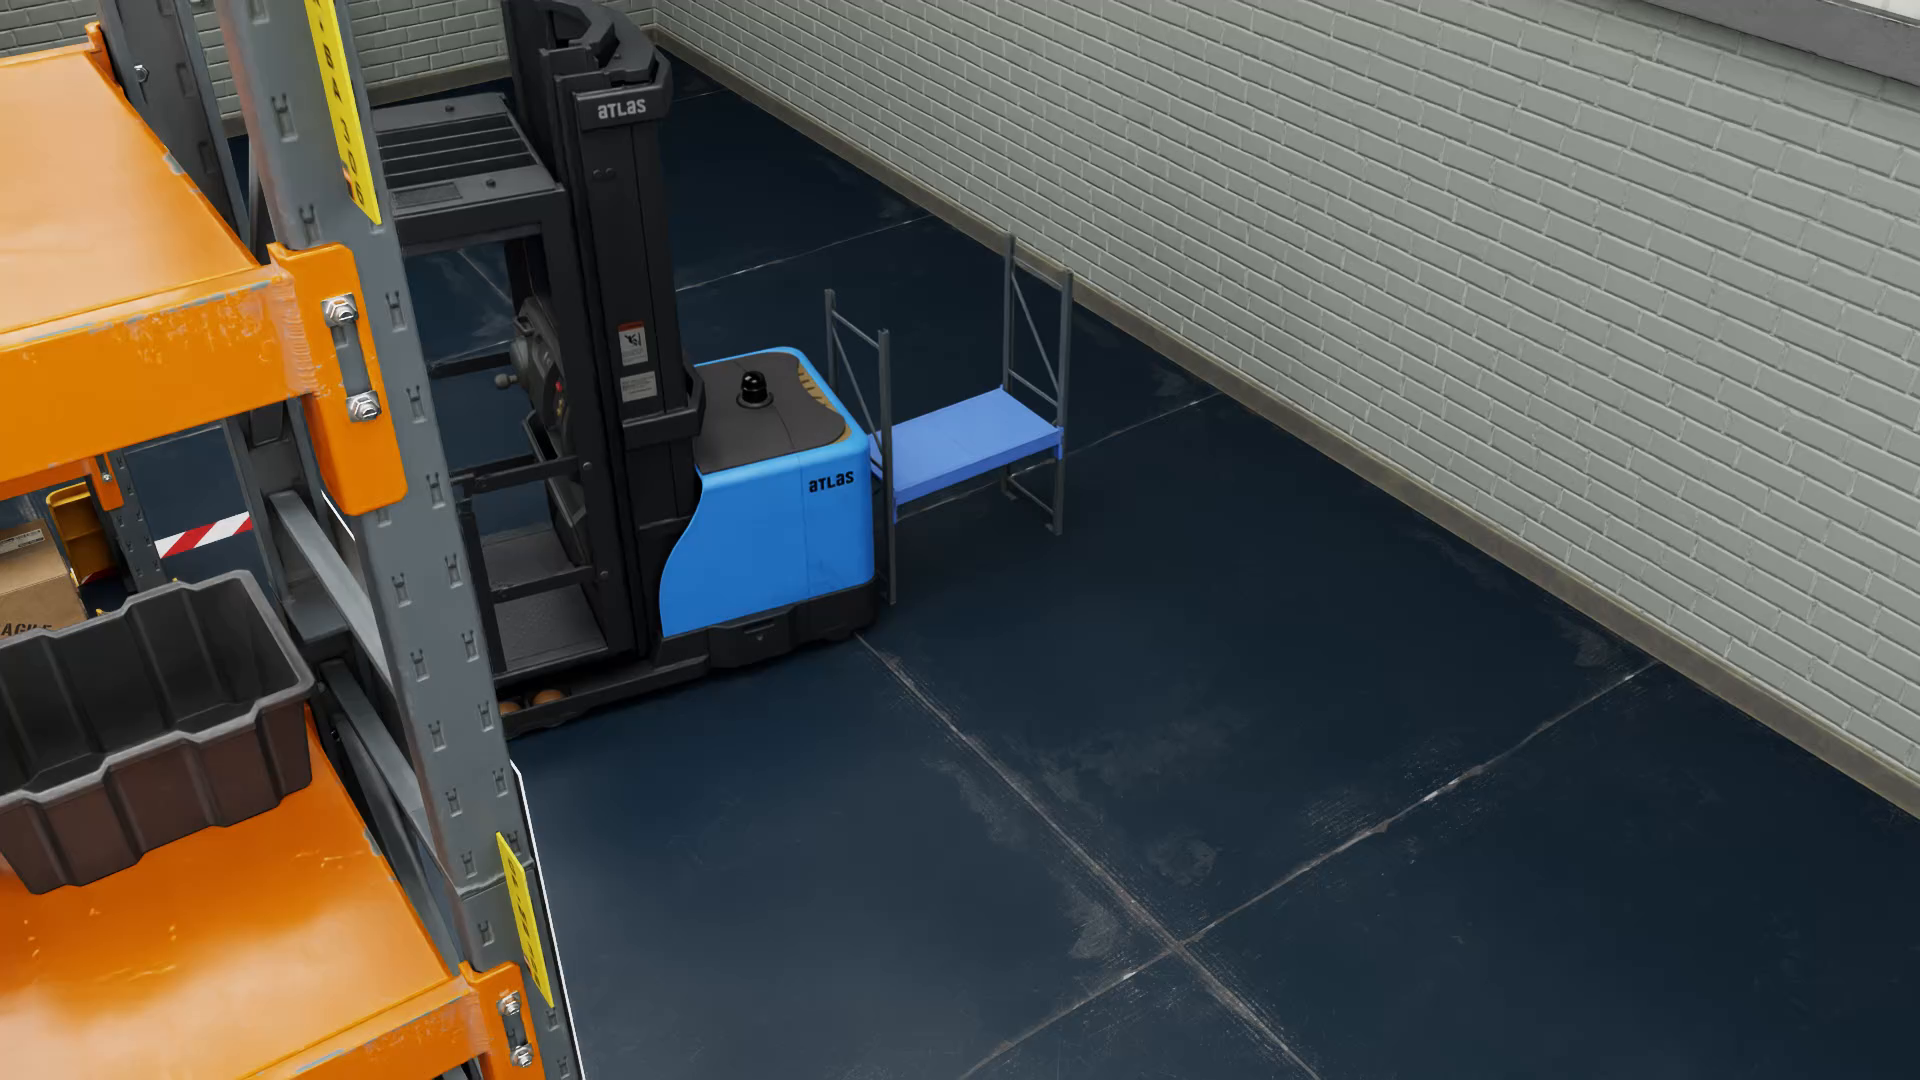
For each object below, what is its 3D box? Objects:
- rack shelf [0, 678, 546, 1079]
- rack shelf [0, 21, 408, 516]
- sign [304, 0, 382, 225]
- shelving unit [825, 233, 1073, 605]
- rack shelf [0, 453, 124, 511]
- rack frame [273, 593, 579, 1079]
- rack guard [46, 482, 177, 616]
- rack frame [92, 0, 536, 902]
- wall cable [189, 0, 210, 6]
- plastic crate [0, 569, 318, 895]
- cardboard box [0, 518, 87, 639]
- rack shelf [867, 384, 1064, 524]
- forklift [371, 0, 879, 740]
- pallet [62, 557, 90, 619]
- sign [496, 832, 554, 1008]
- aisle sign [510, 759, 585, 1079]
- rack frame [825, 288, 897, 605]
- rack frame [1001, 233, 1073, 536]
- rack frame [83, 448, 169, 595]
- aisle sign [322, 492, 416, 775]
[{"bbox_3d":[-2.661,1.277,2.266,4.000,0.370,1.077,-22,41,-28],"label":"rack shelf"},{"bbox_3d":[-2.661,0.222,1.507,4.000,0.370,1.077,-22,41,-28],"label":"rack shelf"},{"bbox_3d":[-0.696,-0.517,1.852,0.005,0.325,0.100,-22,41,-28],"label":"sign"},{"bbox_3d":[-0.045,-0.585,8.092,1.048,1.500,0.538,-22,41,-27],"label":"shelving unit"},{"bbox_3d":[-5.511,0.130,6.430,4.000,0.370,1.077,-22,41,-28],"label":"rack shelf"},{"bbox_3d":[-1.026,1.530,3.867,0.127,3.000,1.000,-22,41,-28],"label":"rack frame"},{"bbox_3d":[-3.939,0.205,7.850,0.348,0.500,1.175,-22,41,-28],"label":"rack guard"},{"bbox_3d":[-1.026,-0.905,2.115,0.127,3.000,1.000,-22,41,-28],"label":"rack frame"},{"bbox_3d":[-6.232,-4.493,11.371,1.851,1.984,0.084,-22,41,-28],"label":"wall cable"},{"bbox_3d":[-1.501,0.362,3.034,0.590,0.269,0.497,-22,41,-28],"label":"plastic crate"},{"bbox_3d":[-4.179,0.301,7.339,0.500,0.500,0.500,-22,41,-28],"label":"cardboard box"},{"bbox_3d":[-0.045,-0.439,8.197,1.000,0.185,0.538,-22,41,-27],"label":"rack shelf"},{"bbox_3d":[-1.947,-0.662,6.973,3.031,2.935,1.130,-15,38,-20],"label":"forklift"},{"bbox_3d":[-4.590,0.591,7.561,1.213,0.211,1.003,-22,41,-28],"label":"pallet"},{"bbox_3d":[-0.696,0.612,2.664,0.005,0.325,0.100,-22,41,-28],"label":"sign"},{"bbox_3d":[-0.799,0.590,2.947,0.004,0.787,0.394,-22,41,-28],"label":"aisle sign"},{"bbox_3d":[-0.464,-0.416,7.857,0.032,1.500,0.500,-22,41,-27],"label":"rack frame"},{"bbox_3d":[0.373,-0.753,8.326,0.032,1.500,0.500,-22,41,-27],"label":"rack frame"},{"bbox_3d":[-3.877,-0.835,7.156,0.127,3.000,1.000,-22,41,-28],"label":"rack frame"},{"bbox_3d":[-1.139,0.309,3.339,0.004,0.787,0.394,-22,41,-28],"label":"aisle sign"}]
